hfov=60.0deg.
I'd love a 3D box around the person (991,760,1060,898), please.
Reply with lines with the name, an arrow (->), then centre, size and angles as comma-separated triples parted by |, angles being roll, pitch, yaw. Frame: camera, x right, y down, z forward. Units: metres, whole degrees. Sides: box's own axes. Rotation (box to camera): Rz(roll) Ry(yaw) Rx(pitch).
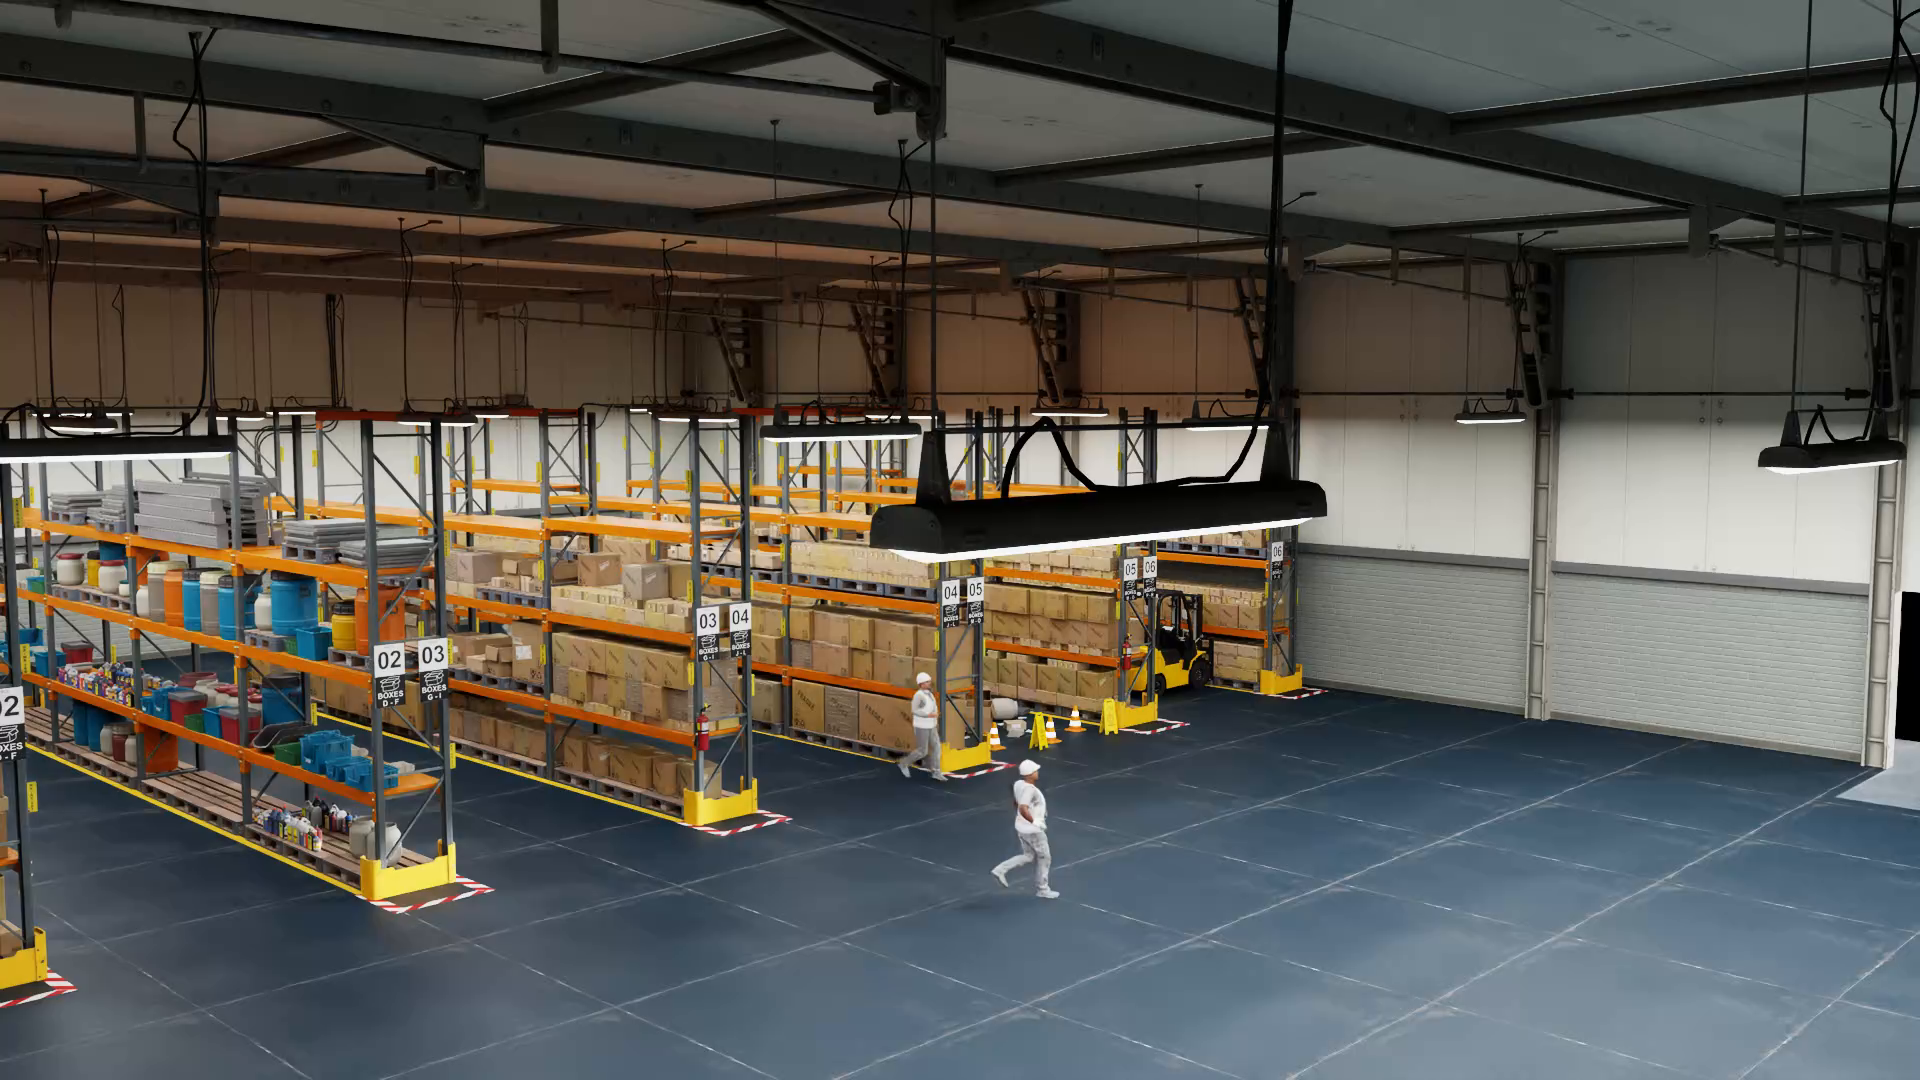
person -> 0.842, 3.623, 20.746 | 0.869, 1.776, 0.672 | -2, 5, -18

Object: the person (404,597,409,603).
person -> -13.050, 2.116, 38.822 | 0.688, 1.566, 0.727 | 0, 5, 0

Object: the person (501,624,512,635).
person -> -11.058, 1.854, 40.741 | 0.656, 1.772, 0.669 | 2, 6, 26

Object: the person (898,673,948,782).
person -> -0.601, 3.048, 27.100 | 0.850, 1.794, 0.681 | 2, 5, 19
